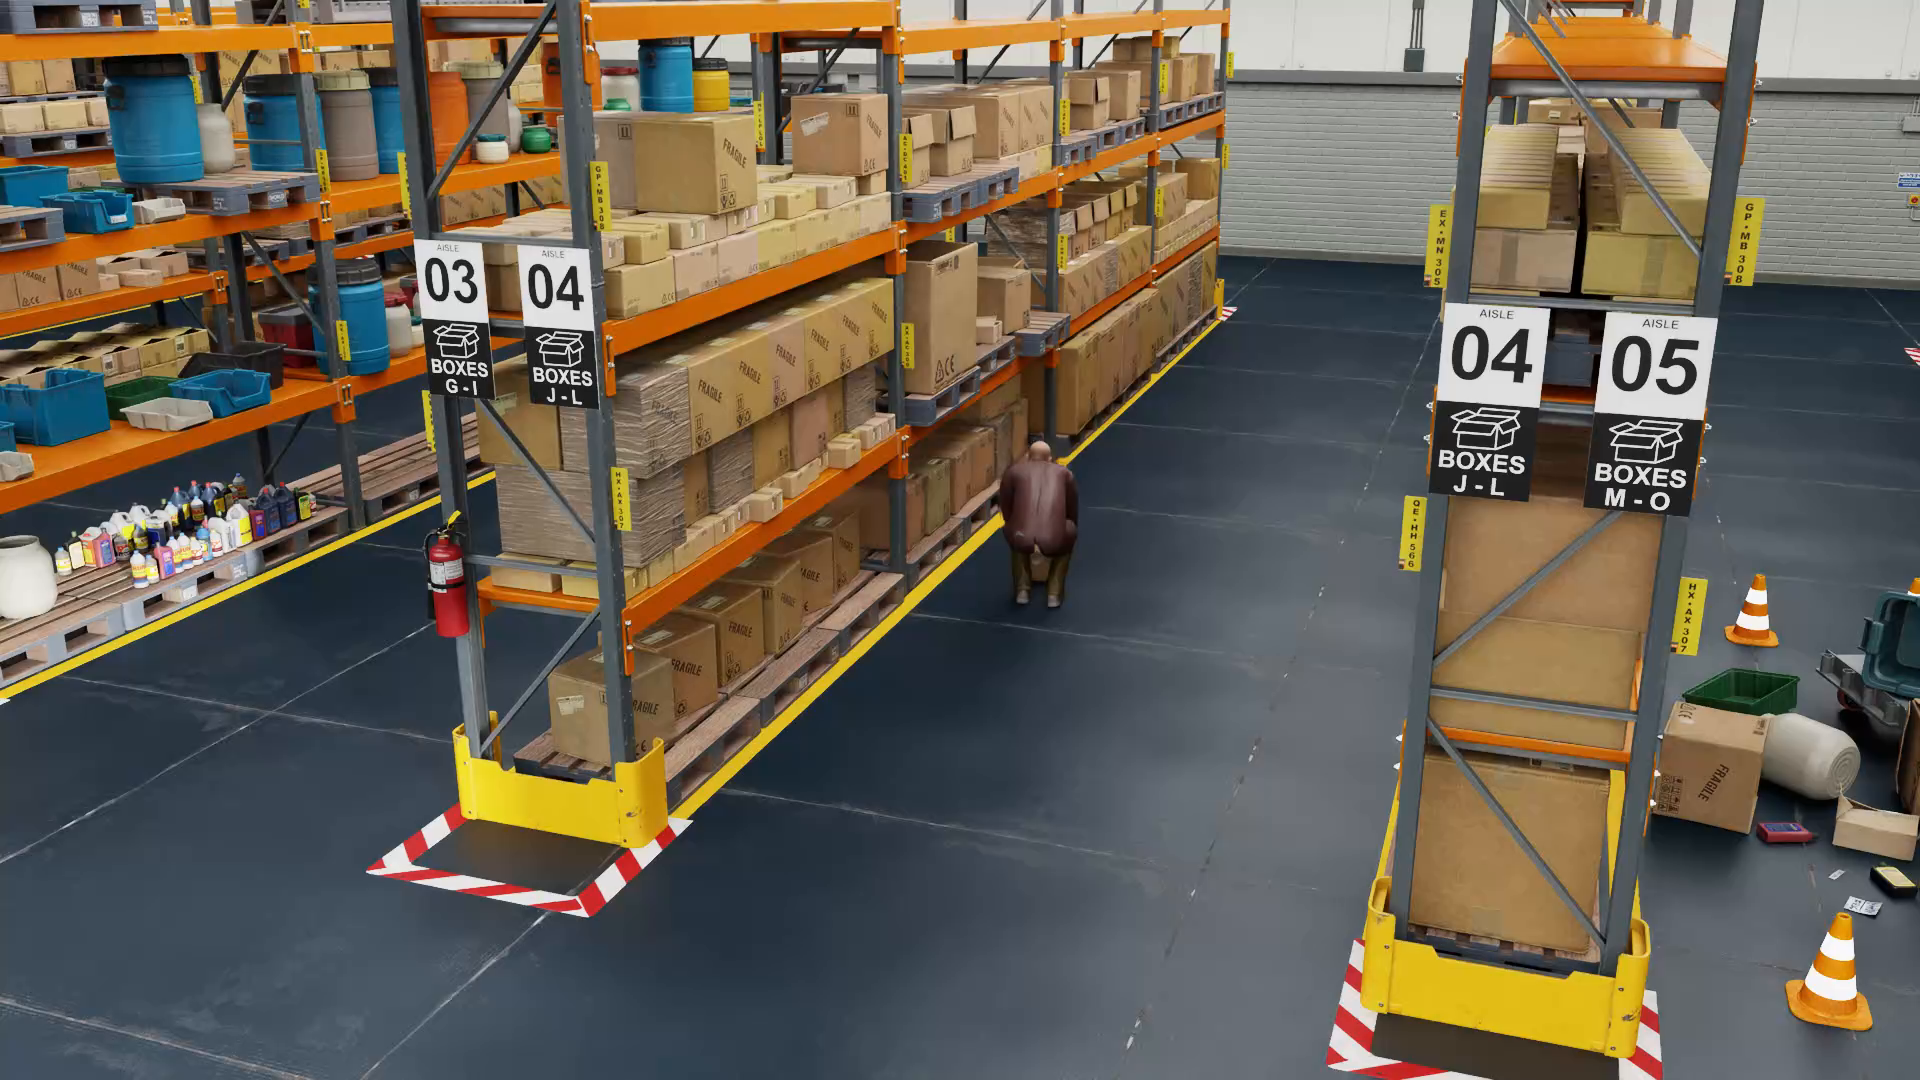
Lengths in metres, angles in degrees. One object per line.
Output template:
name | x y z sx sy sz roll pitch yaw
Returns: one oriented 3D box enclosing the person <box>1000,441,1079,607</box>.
person | 0.585 -0.108 12.460 0.619 1.116 0.853 3 19 10
